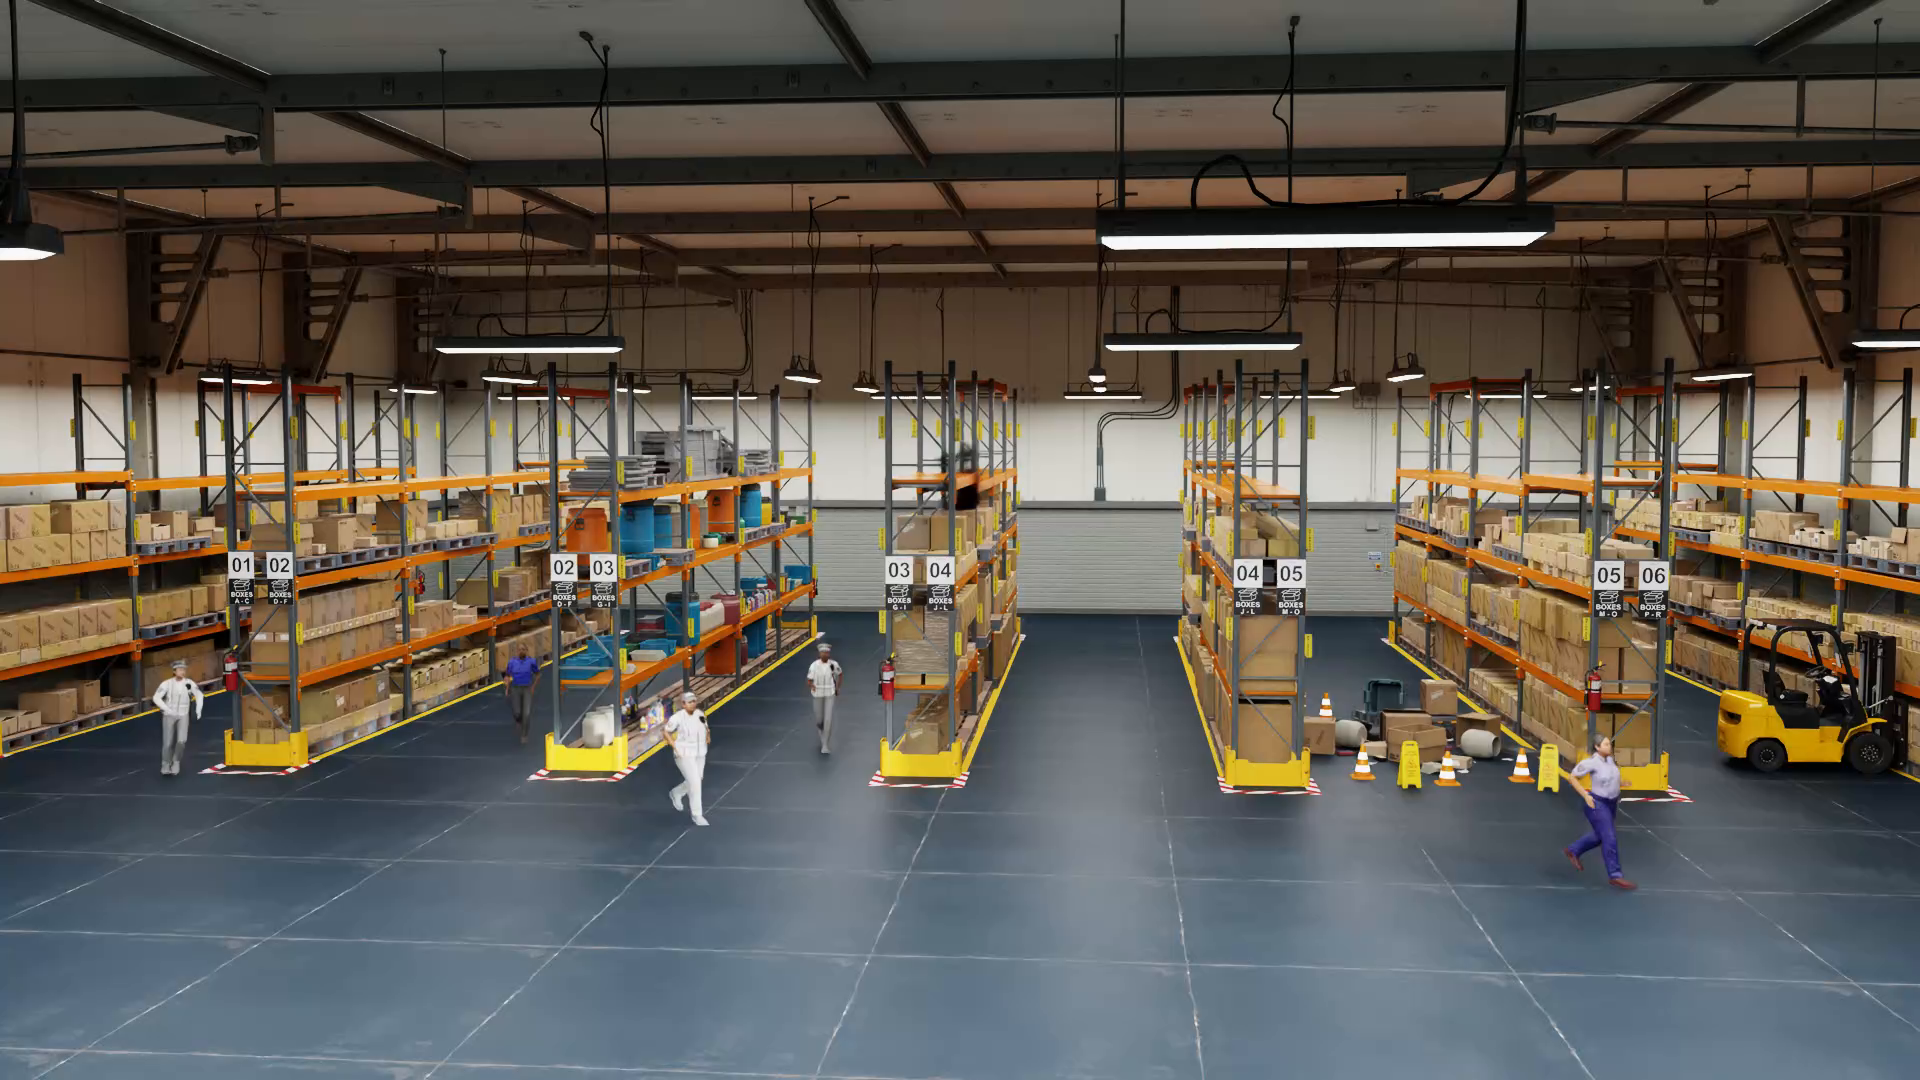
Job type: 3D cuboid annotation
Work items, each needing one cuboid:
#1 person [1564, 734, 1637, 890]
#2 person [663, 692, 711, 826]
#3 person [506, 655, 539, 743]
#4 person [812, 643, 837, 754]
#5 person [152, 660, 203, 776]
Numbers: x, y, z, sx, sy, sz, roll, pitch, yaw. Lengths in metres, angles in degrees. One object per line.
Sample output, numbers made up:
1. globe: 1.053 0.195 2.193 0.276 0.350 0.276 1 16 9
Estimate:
1. person: 7.073 2.956 18.370 0.608 1.632 0.943 -3 5 -40
2. person: -3.479 2.779 21.374 0.830 1.677 0.598 4 5 45
3. person: -7.064 2.543 26.889 0.528 1.416 0.586 -1 4 -11
4. person: -2.119 2.450 26.077 0.409 1.692 0.851 0 4 -3
5. person: -11.368 2.581 24.238 0.571 1.669 0.579 -2 4 -30
